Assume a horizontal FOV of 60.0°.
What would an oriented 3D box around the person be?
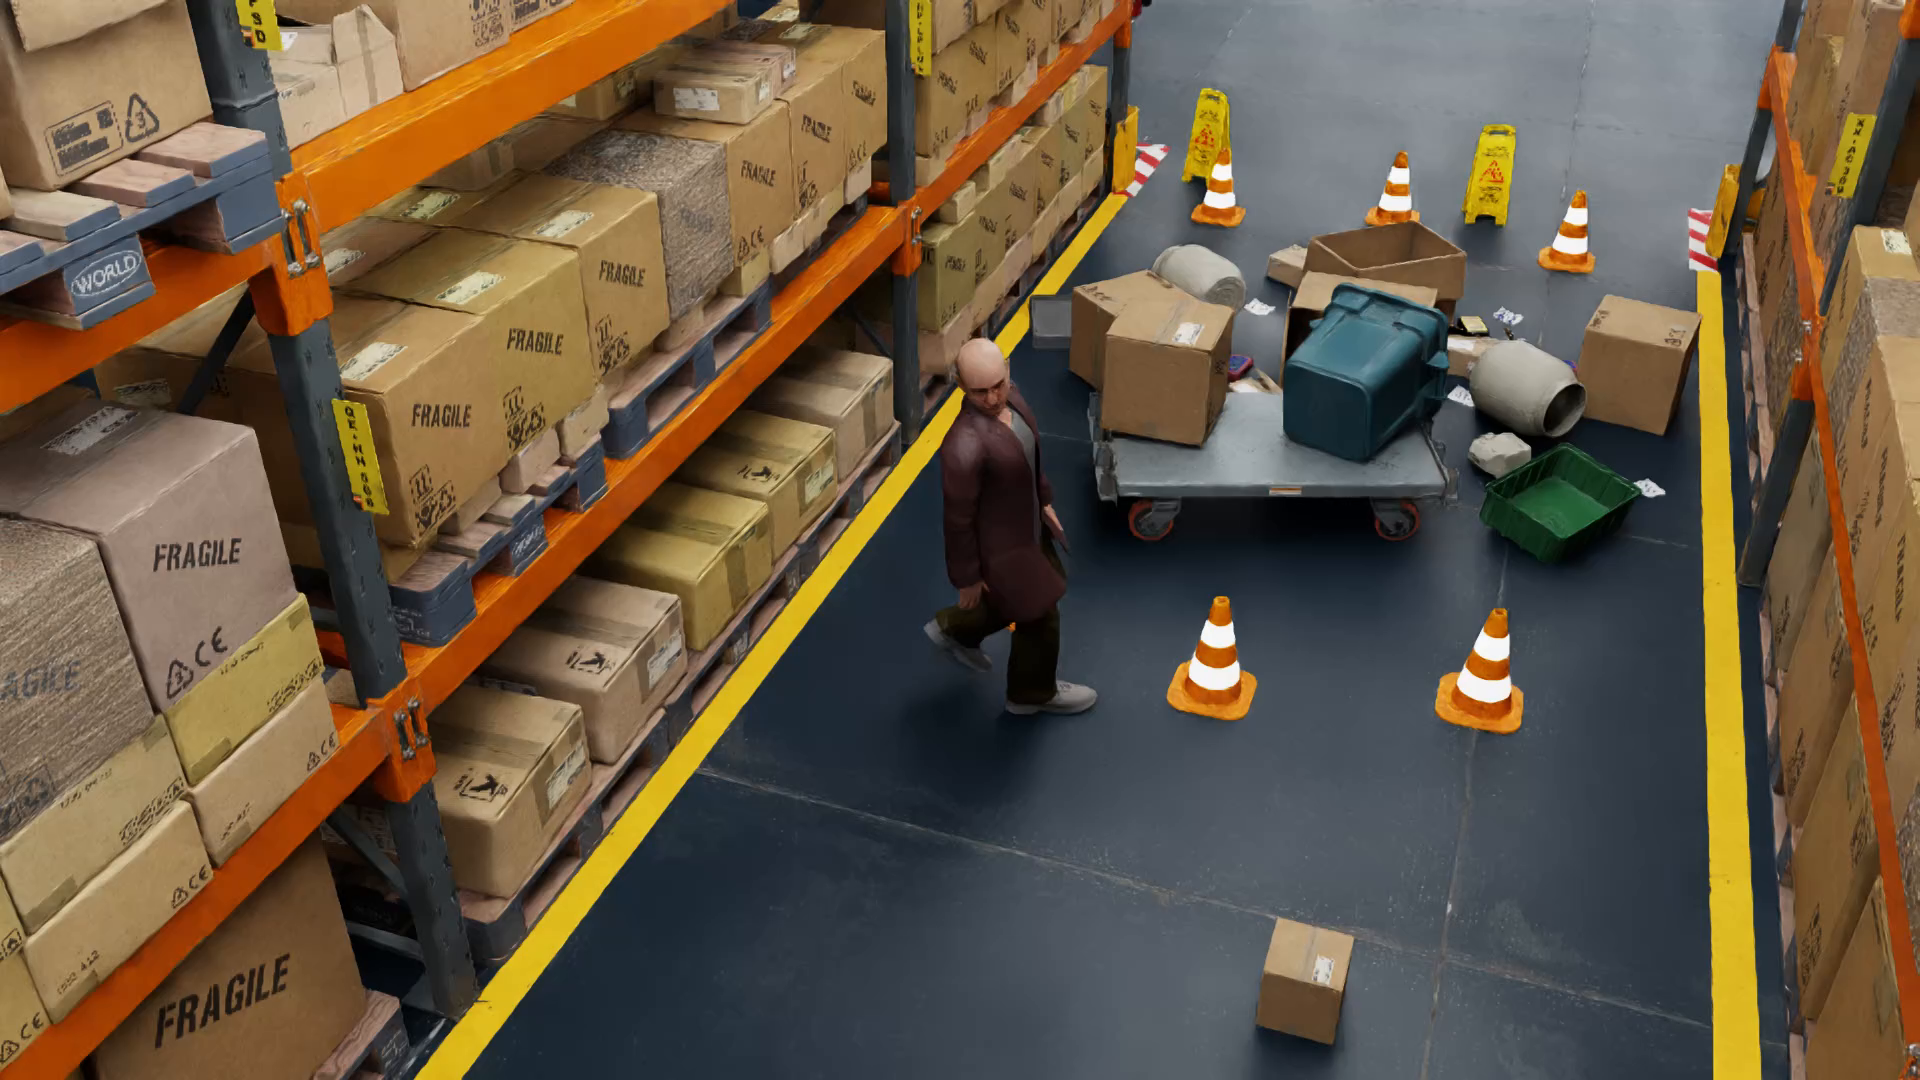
[{"bbox_3d":[0.164,0.007,6.183,0.714,1.732,0.632,7,33,11],"label":"person"}]
